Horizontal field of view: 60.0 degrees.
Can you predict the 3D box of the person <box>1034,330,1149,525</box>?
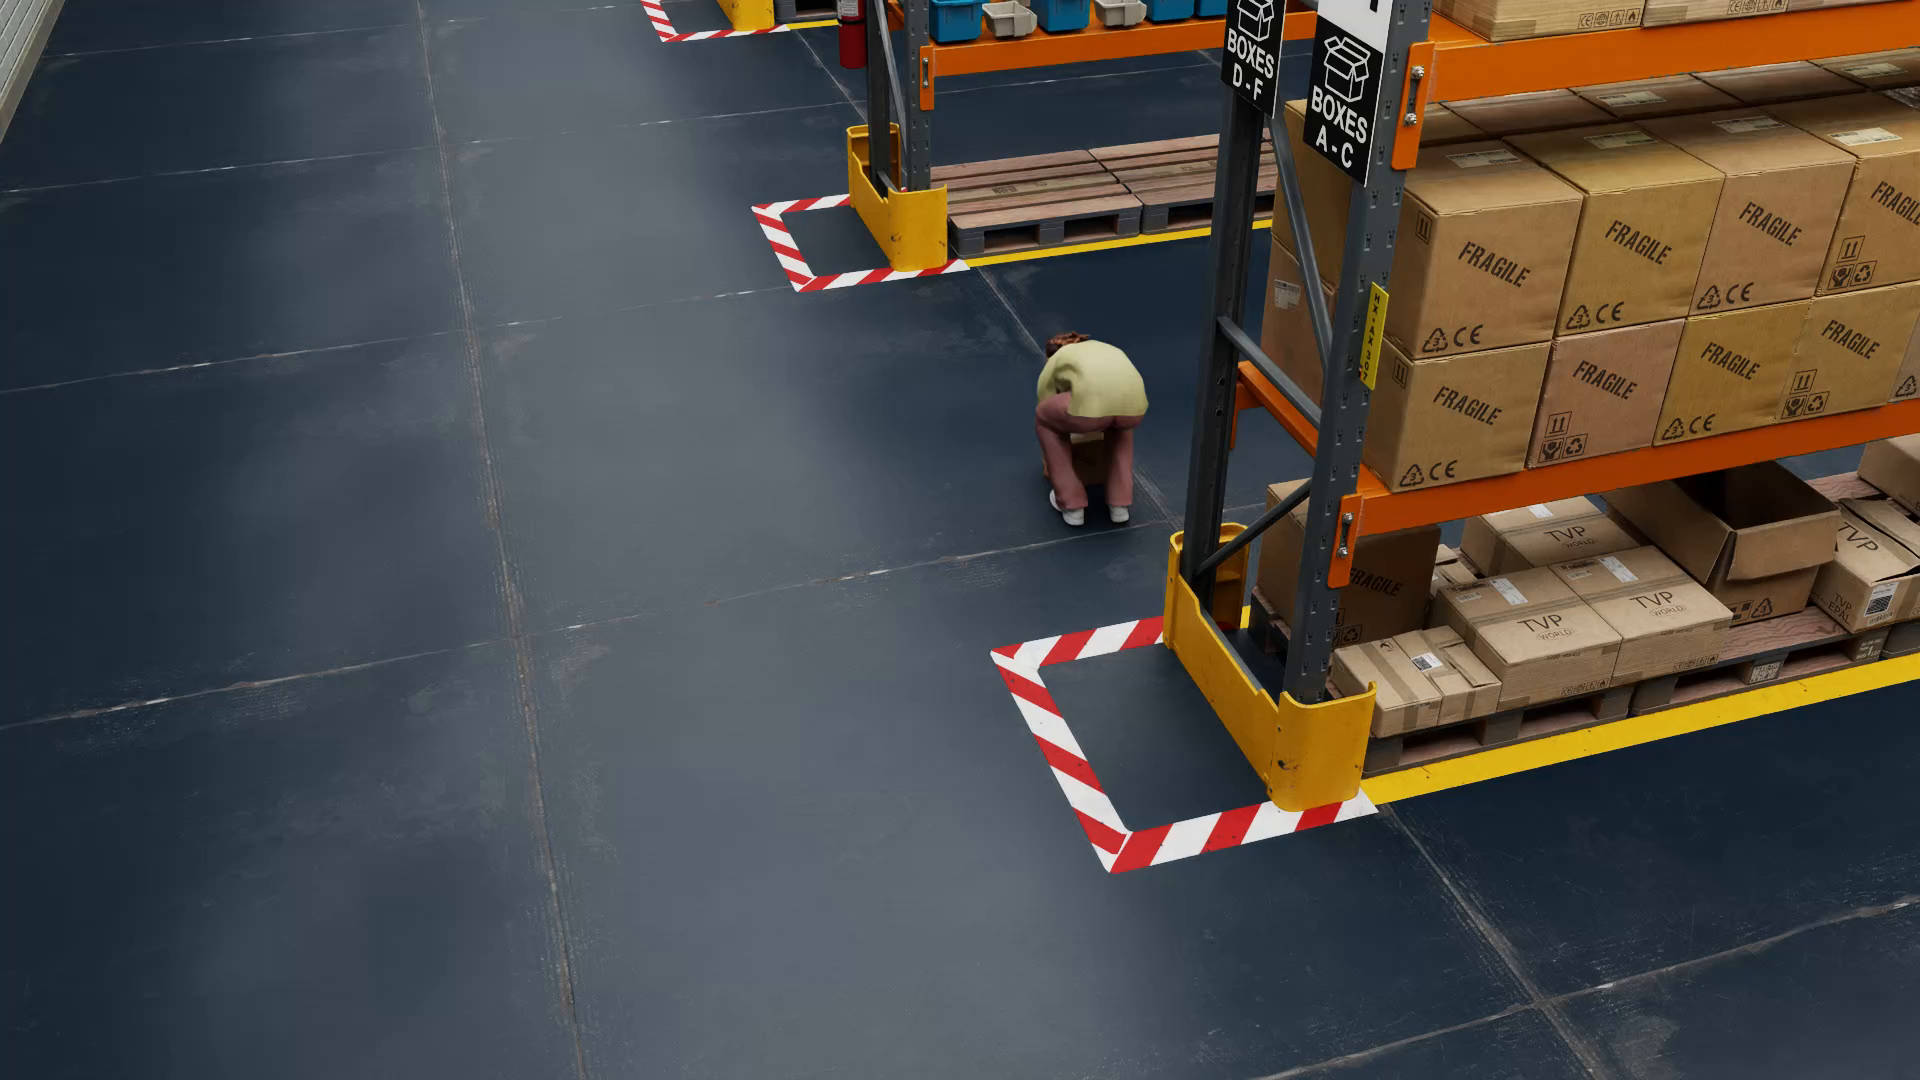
[{"bbox_3d":[0.585,-0.571,7.747,0.476,0.837,0.858,-7,35,-10],"label":"person"}]
